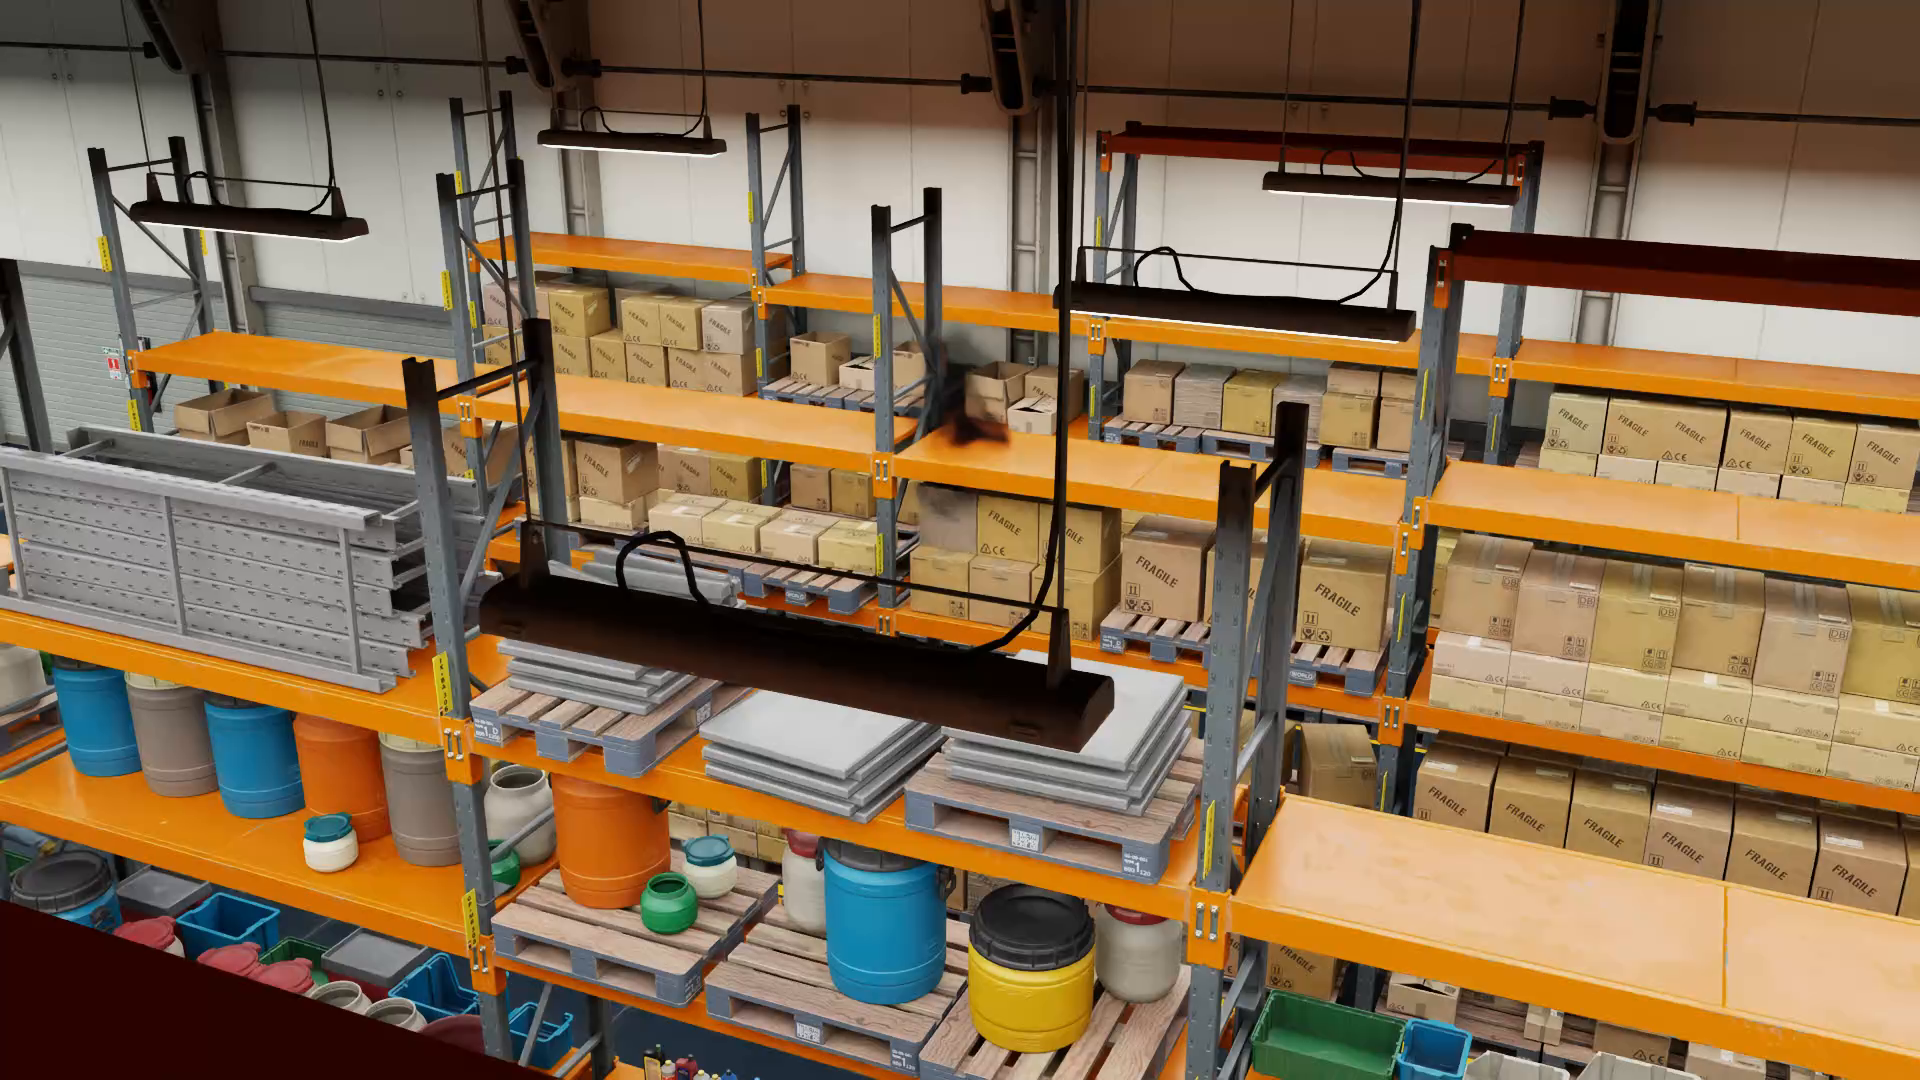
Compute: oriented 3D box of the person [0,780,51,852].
[{"bbox_3d":[-8.368,2.308,14.334,0.899,1.413,0.435,4,21,11],"label":"person"}]
